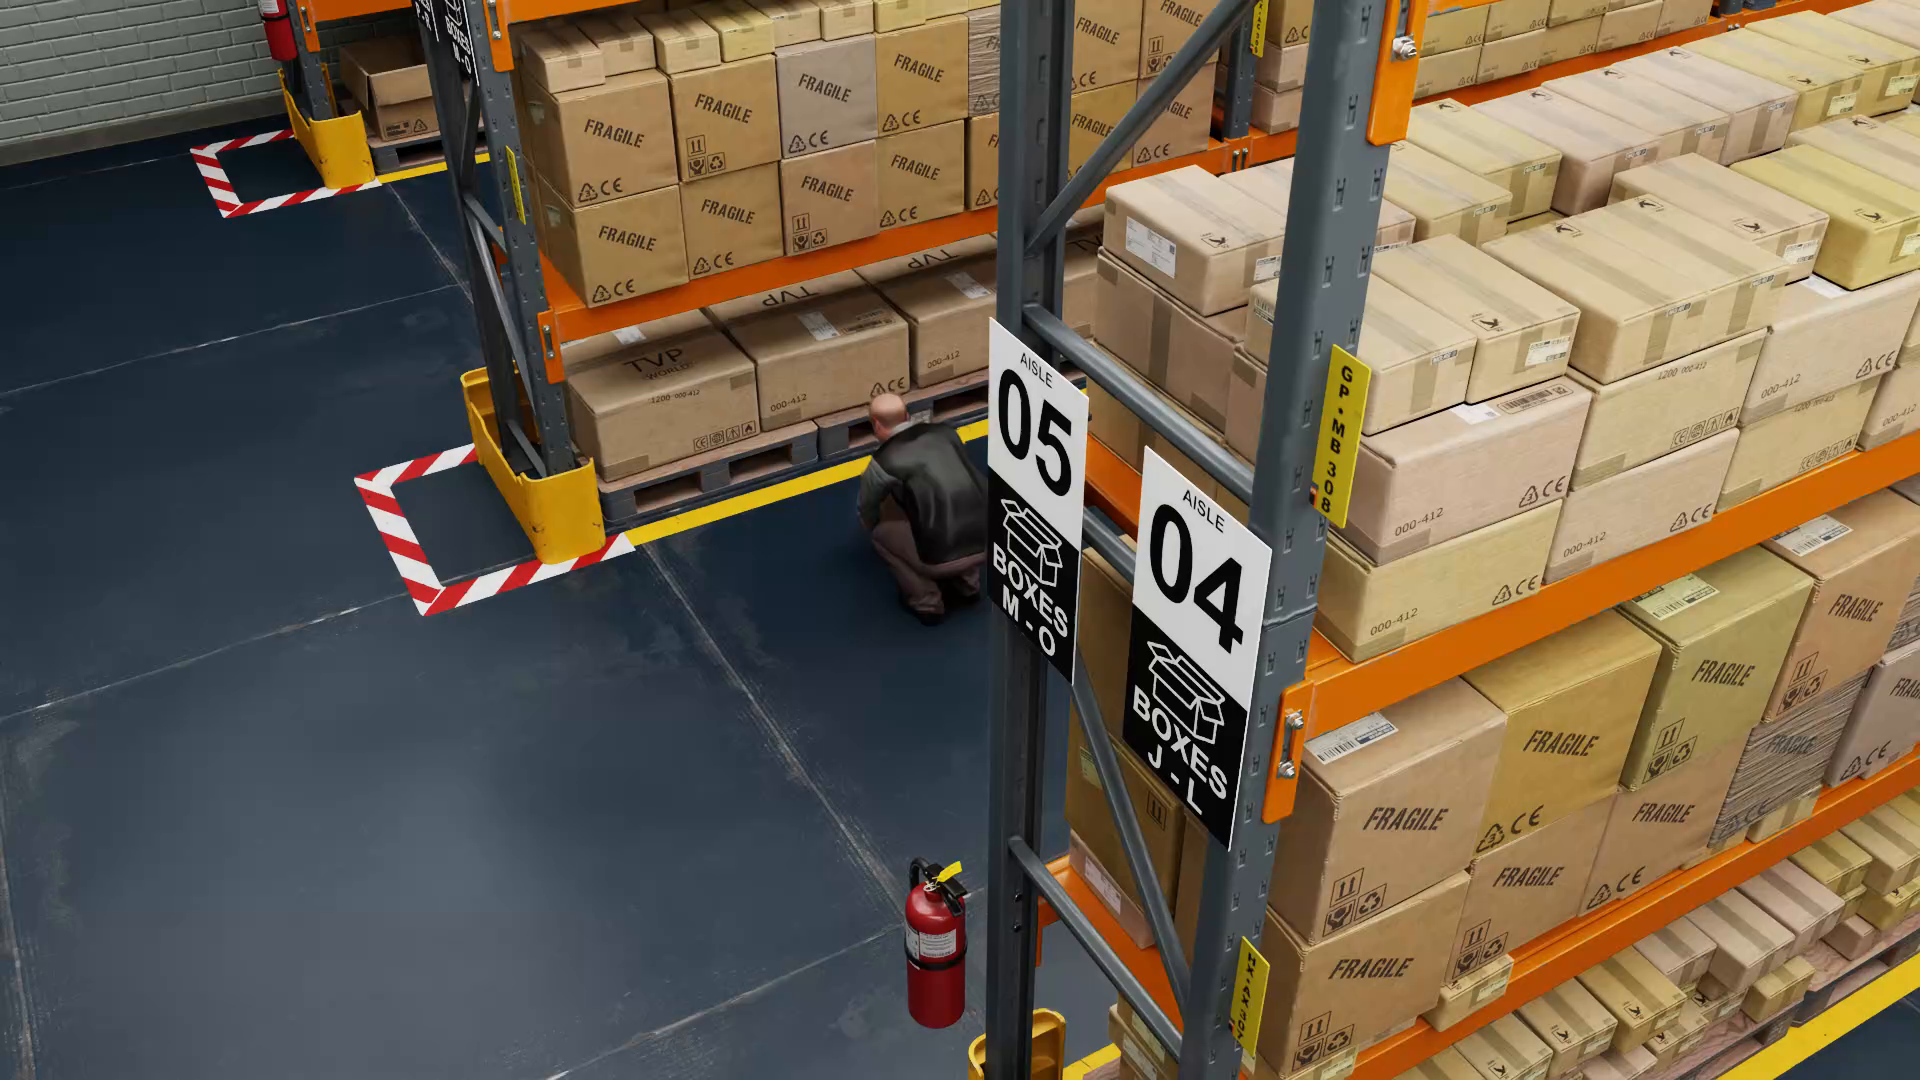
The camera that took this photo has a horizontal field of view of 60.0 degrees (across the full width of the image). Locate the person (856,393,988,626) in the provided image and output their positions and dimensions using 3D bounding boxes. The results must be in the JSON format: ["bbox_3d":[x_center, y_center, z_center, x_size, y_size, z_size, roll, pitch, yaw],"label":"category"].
[{"bbox_3d":[-0.158,-0.115,7.812,0.531,0.886,0.874,-19,41,-24],"label":"person"}]
